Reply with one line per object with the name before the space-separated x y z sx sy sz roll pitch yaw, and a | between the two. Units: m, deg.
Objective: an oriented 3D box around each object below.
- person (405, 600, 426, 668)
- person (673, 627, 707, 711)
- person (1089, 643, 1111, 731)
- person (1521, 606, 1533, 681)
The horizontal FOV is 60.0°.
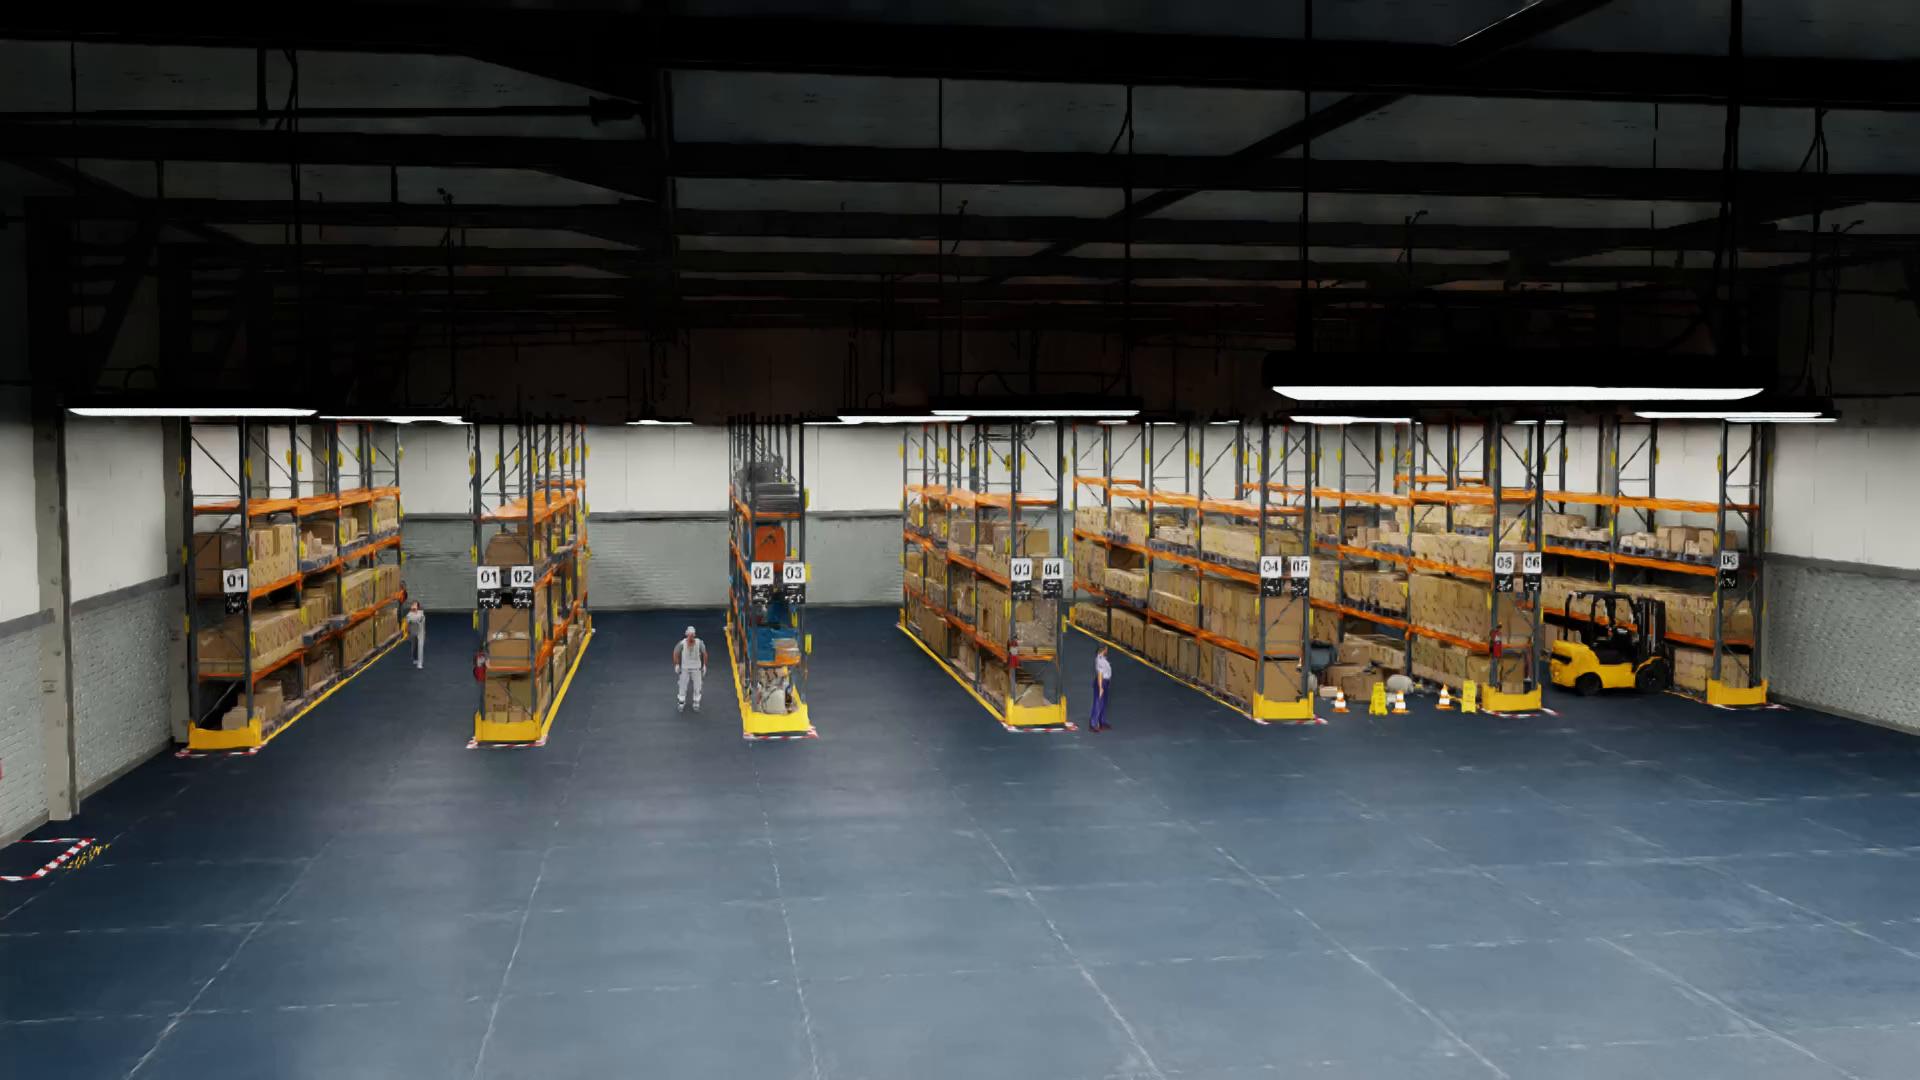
person | -12.970 2.213 39.599 0.449 1.586 1.091 -1 4 -11
person | -5.414 2.590 33.401 0.677 1.742 0.552 -1 4 -11
person | 2.658 2.765 31.393 0.459 1.649 0.644 0 4 0
person | 12.760 2.323 37.519 0.478 1.674 0.492 1 4 15
